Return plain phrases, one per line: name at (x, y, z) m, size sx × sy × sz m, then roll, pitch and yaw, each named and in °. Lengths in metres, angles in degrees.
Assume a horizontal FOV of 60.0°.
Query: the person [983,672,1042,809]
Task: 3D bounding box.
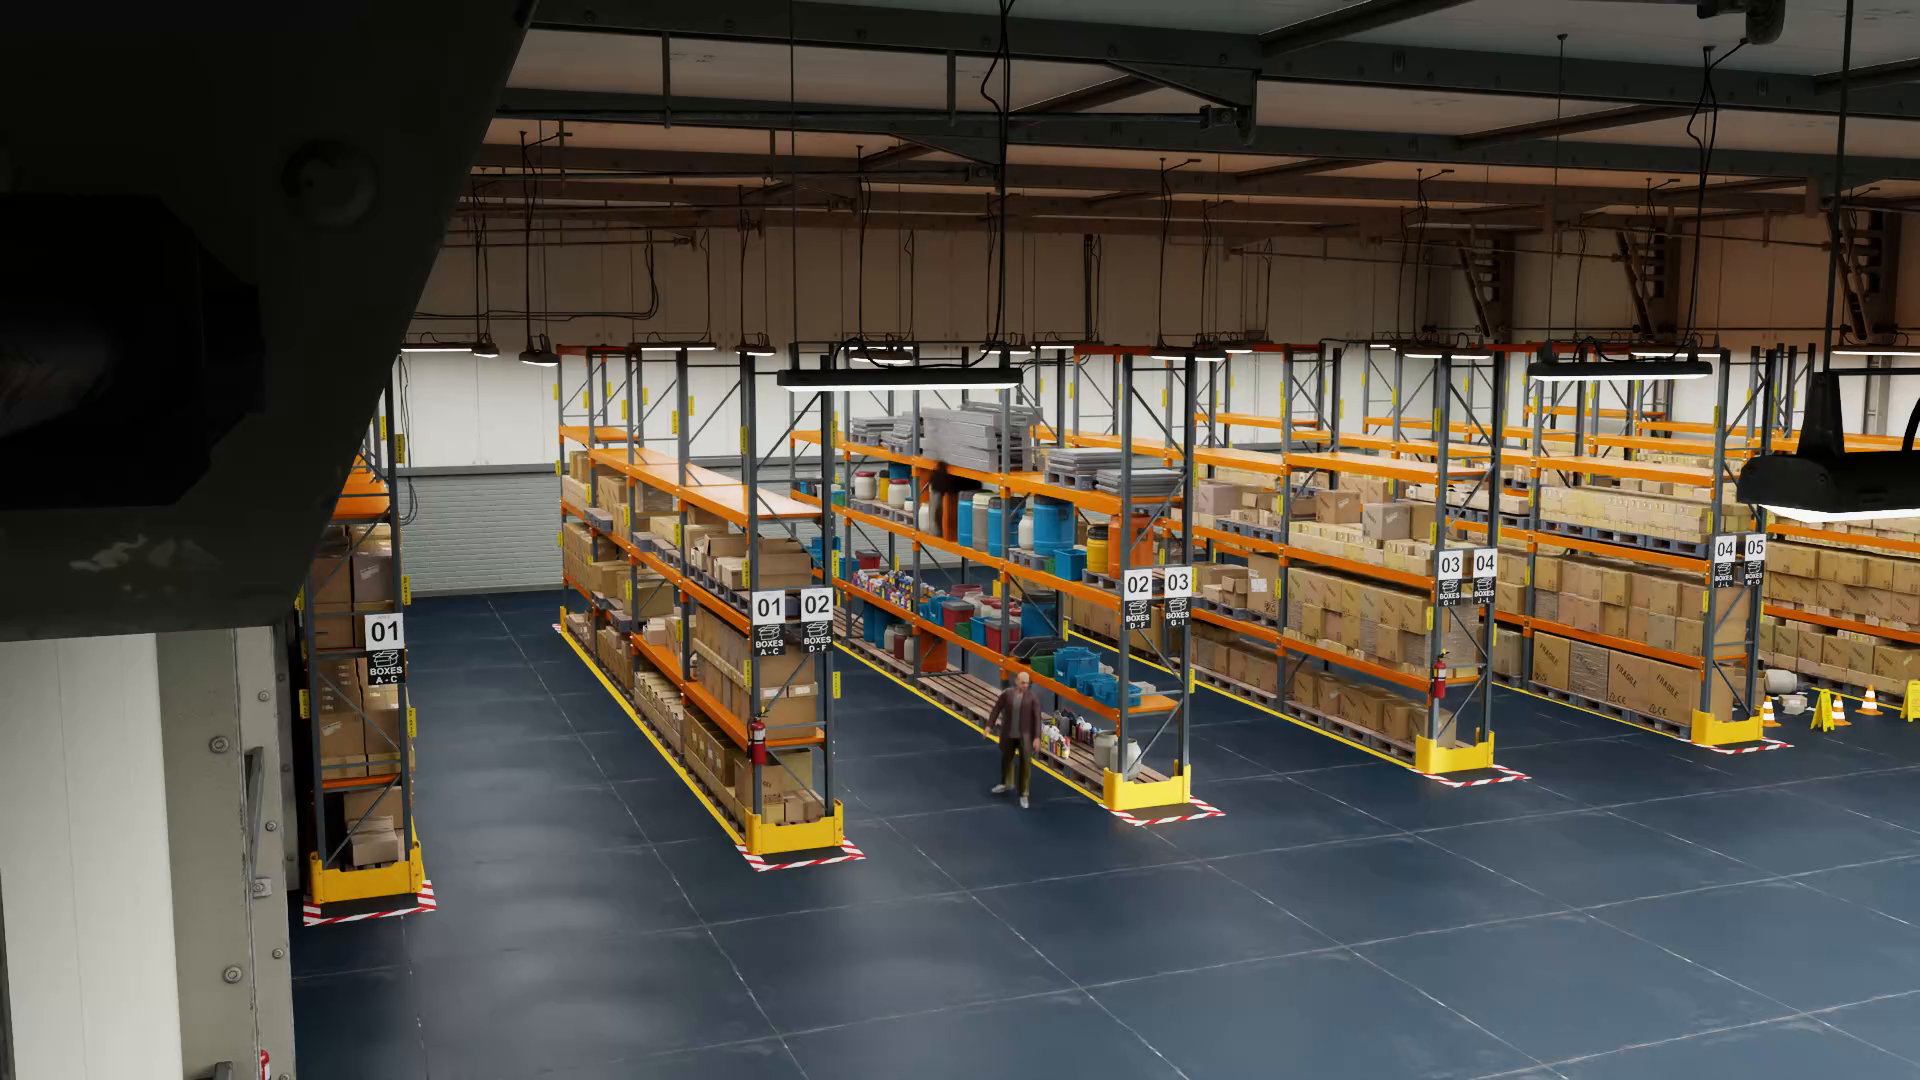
person at (0.706, 2.630, 22.338) m, size 0.799 × 1.773 × 0.824 m, roll 2°, pitch 7°, yaw 15°
